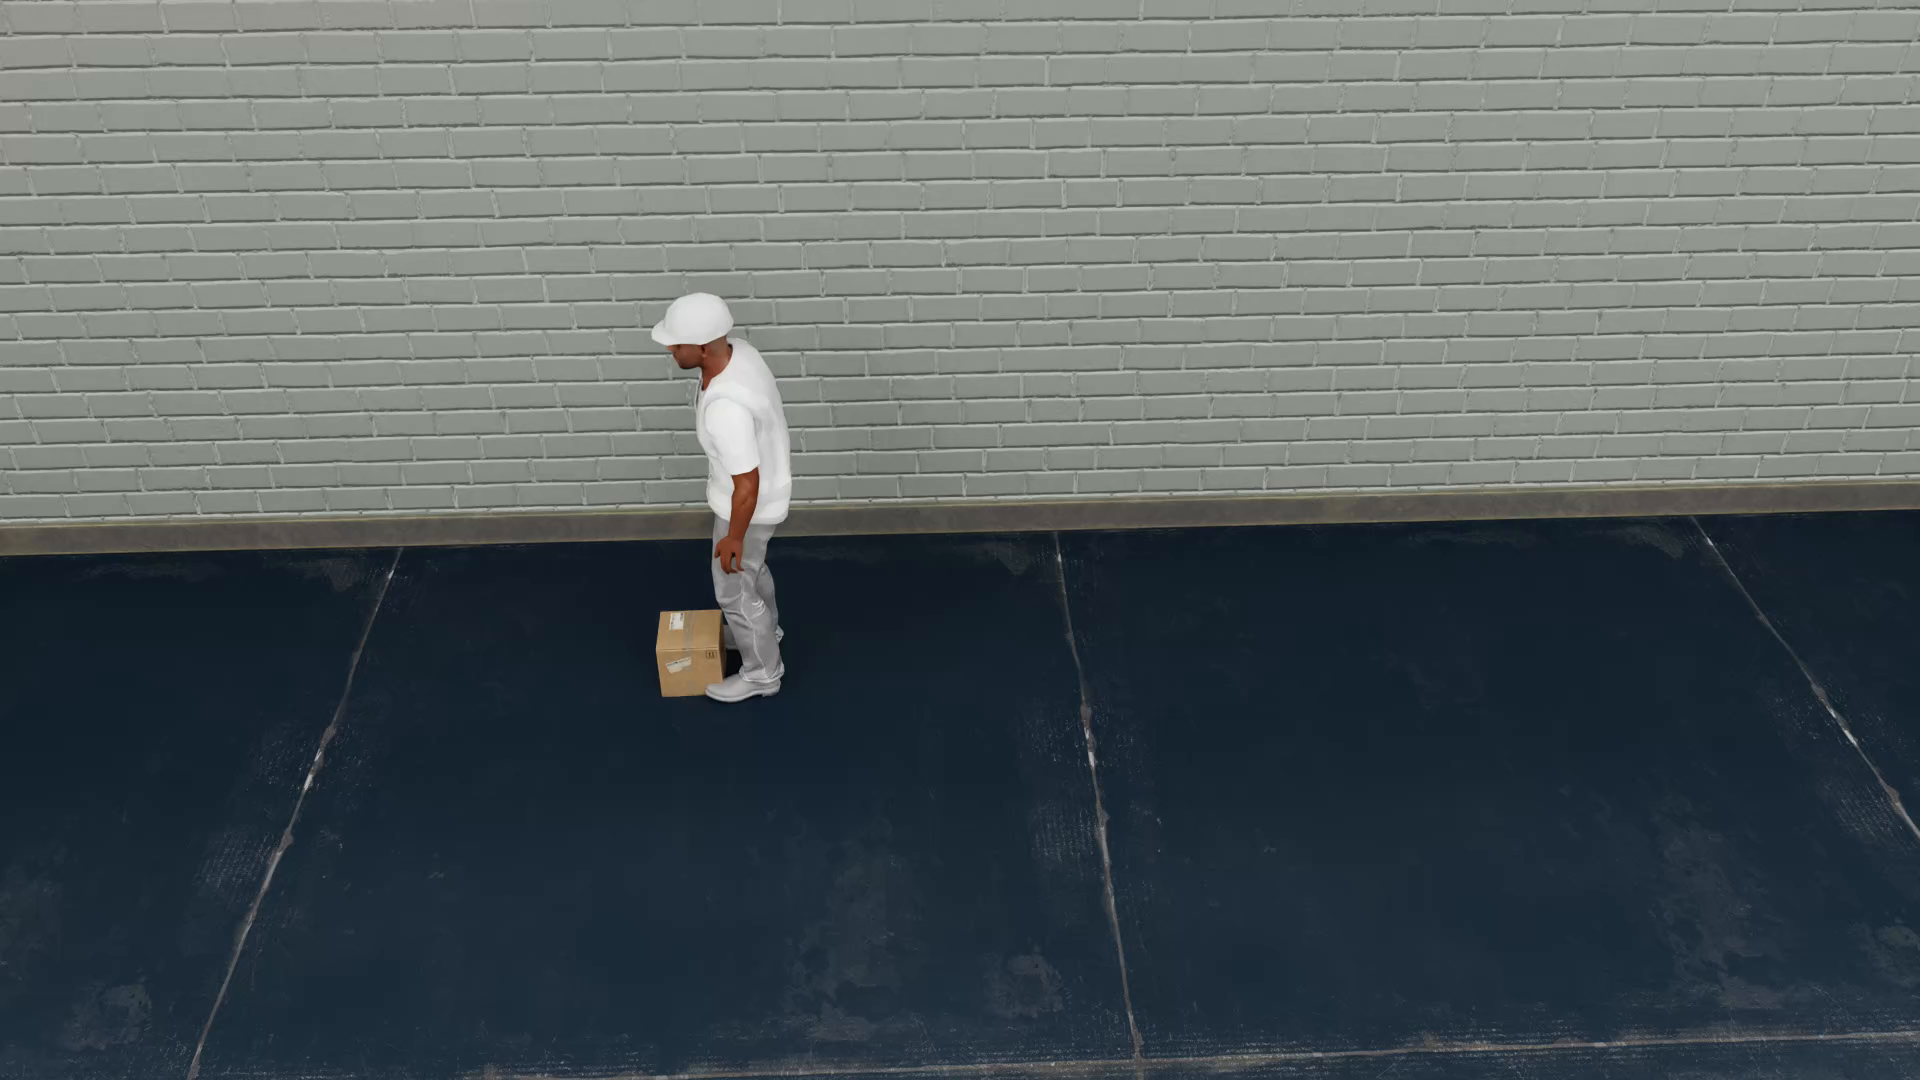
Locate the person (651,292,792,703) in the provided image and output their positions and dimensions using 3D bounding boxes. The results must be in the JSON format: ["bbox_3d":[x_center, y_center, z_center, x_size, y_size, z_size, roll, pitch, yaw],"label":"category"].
[{"bbox_3d":[-0.868,-0.162,6.362,0.462,1.759,0.632,-4,35,-5],"label":"person"}]
